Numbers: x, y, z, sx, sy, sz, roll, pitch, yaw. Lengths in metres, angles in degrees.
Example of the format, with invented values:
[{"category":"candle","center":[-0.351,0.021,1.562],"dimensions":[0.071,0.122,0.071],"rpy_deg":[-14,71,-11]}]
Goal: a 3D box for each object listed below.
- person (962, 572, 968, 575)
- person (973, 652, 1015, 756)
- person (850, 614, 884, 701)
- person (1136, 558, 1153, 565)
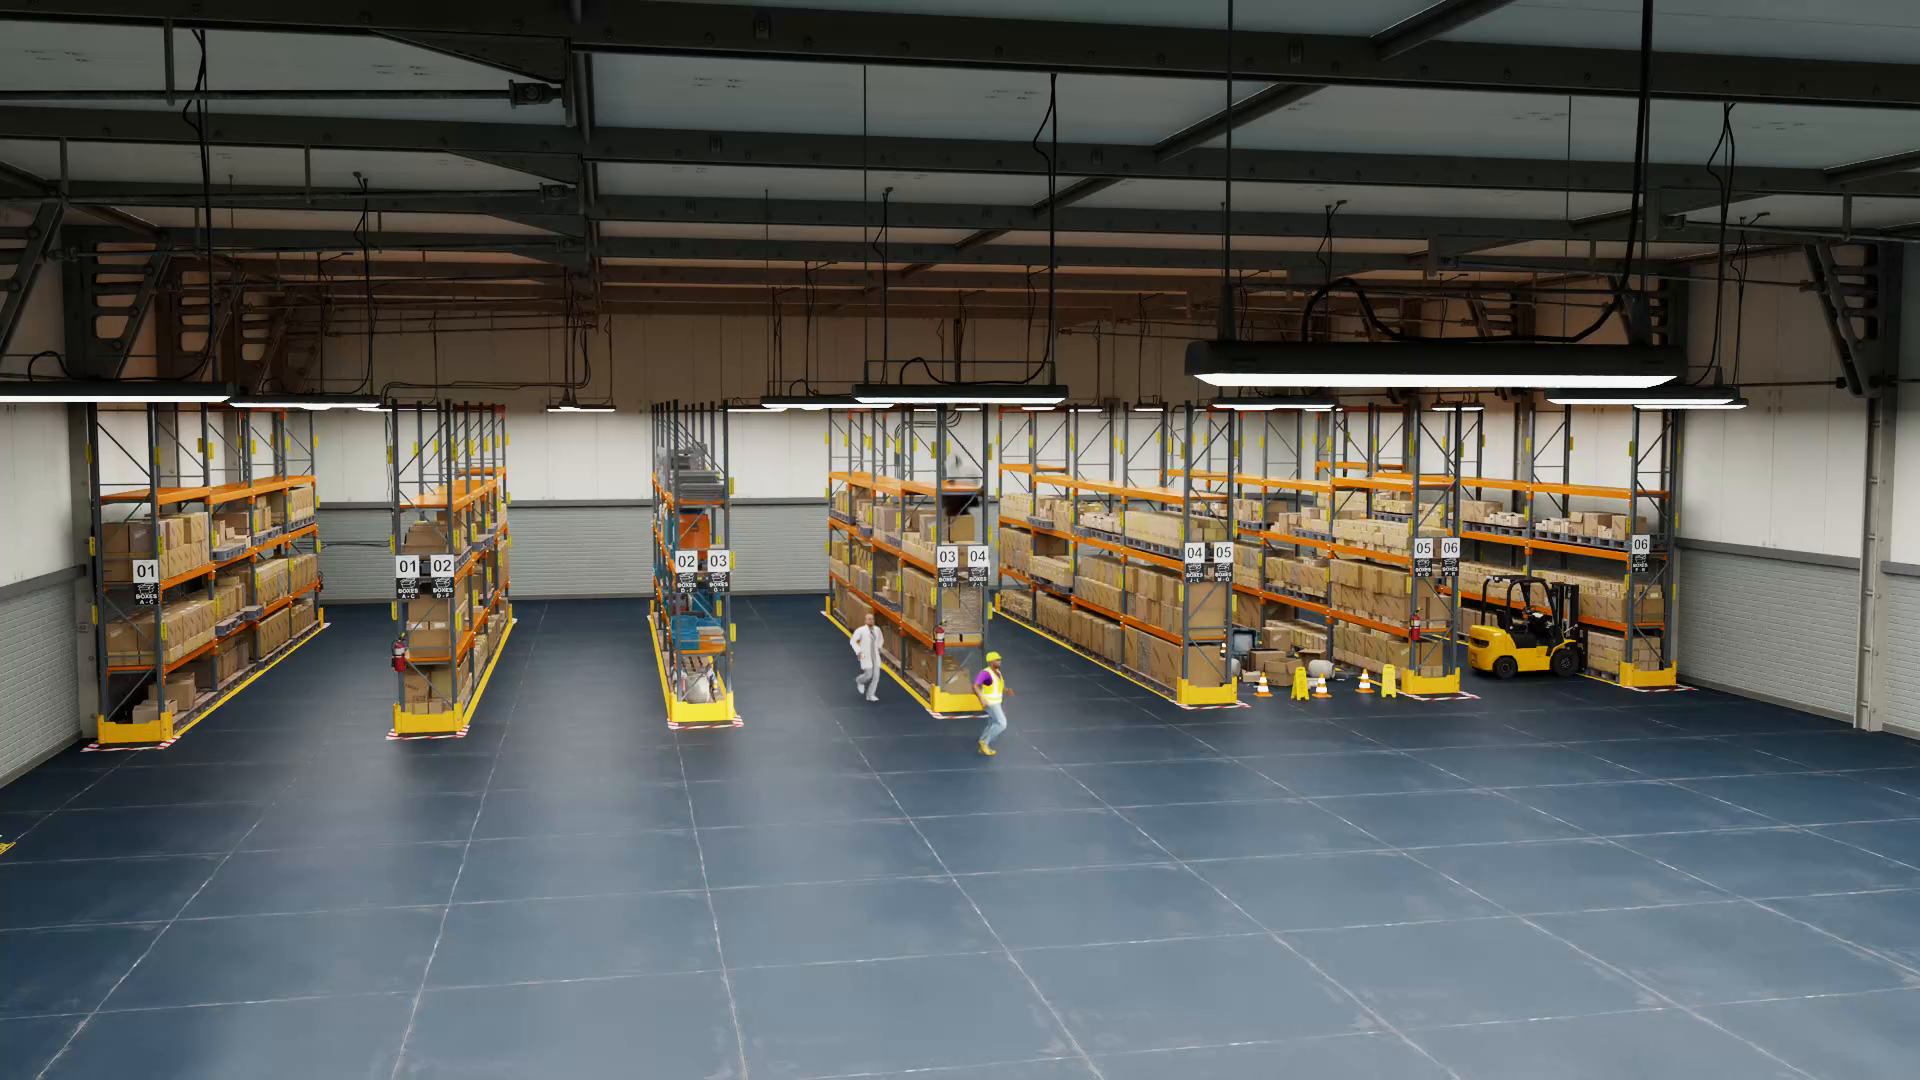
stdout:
[{"category":"person","center":[0.088,1.334,47.145],"dimensions":[0.564,1.646,0.814],"rpy_deg":[0,4,-4]},{"category":"person","center":[0.585,2.743,27.935],"dimensions":[0.612,1.733,0.704],"rpy_deg":[1,5,18]},{"category":"person","center":[-1.828,2.349,33.347],"dimensions":[0.726,1.723,0.702],"rpy_deg":[-3,5,-31]},{"category":"person","center":[5.695,1.021,50.874],"dimensions":[0.804,1.759,0.693],"rpy_deg":[-3,5,-30]}]
